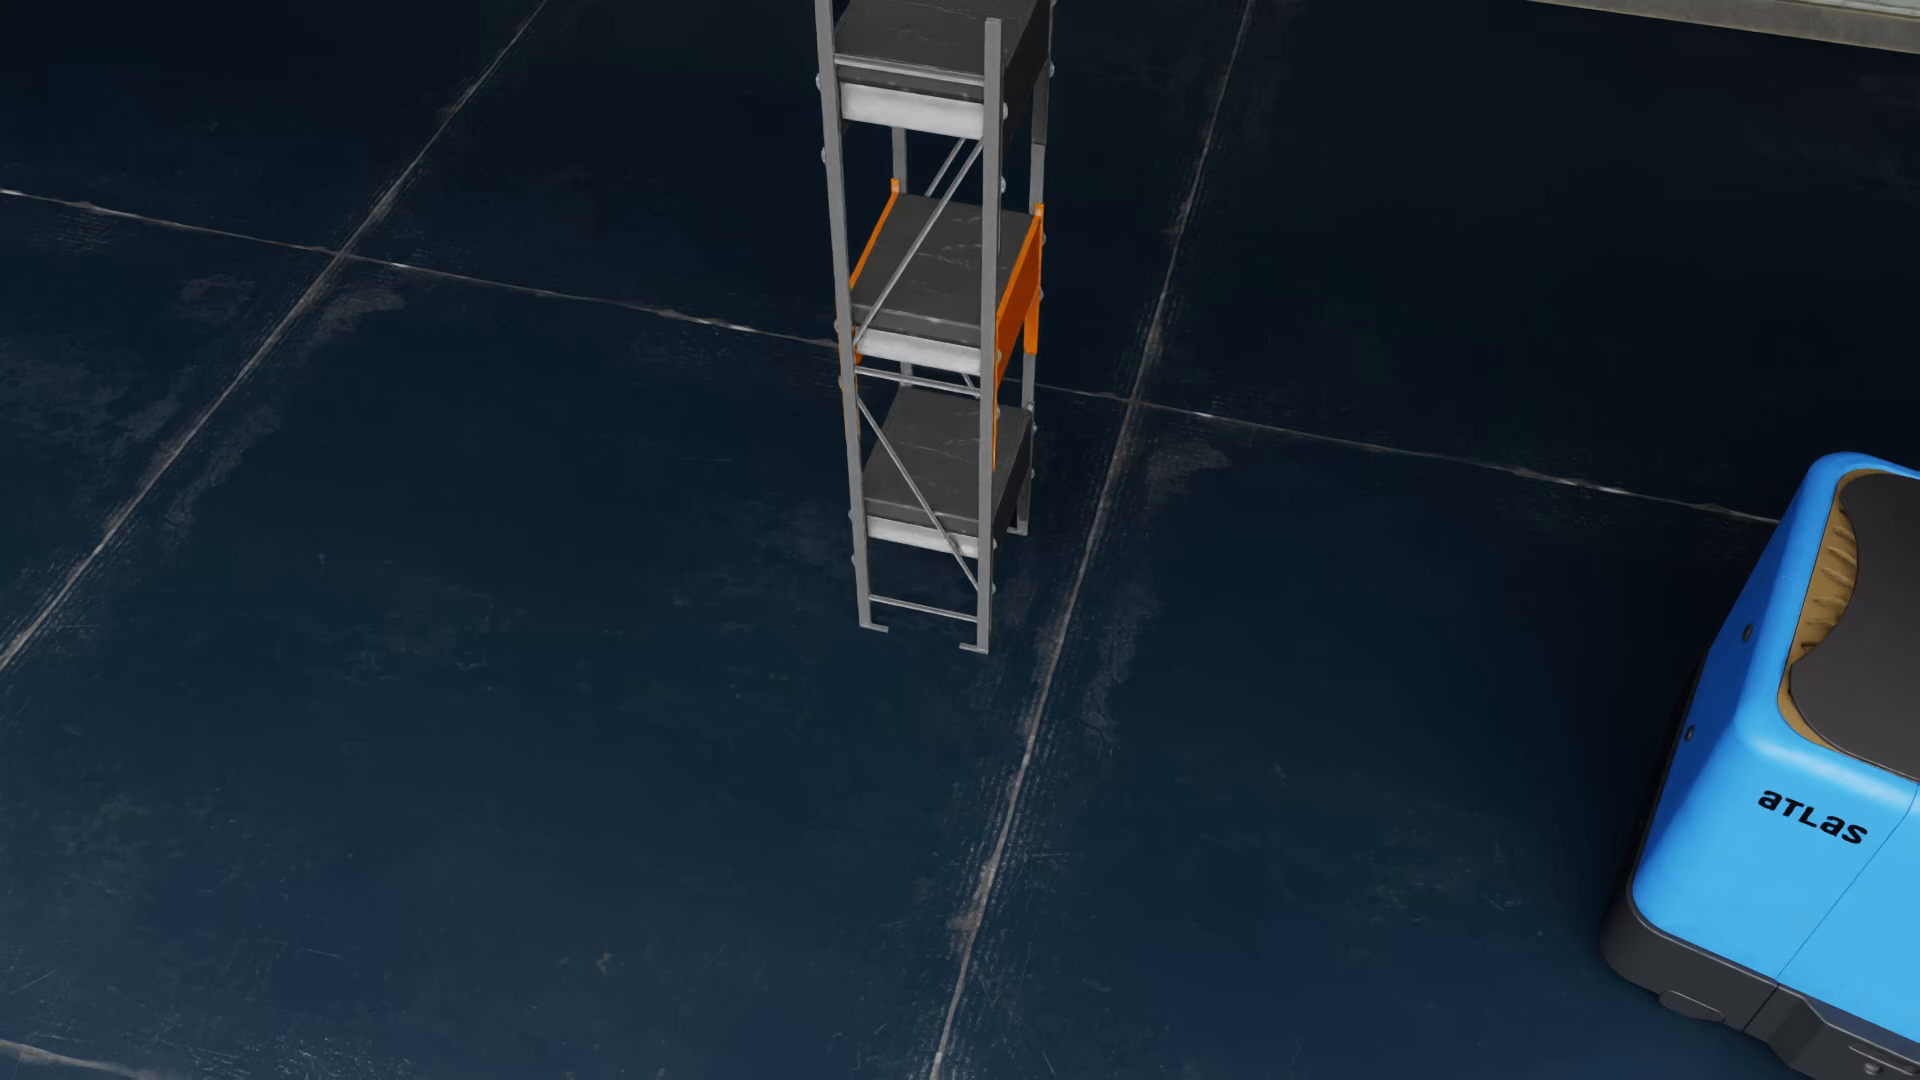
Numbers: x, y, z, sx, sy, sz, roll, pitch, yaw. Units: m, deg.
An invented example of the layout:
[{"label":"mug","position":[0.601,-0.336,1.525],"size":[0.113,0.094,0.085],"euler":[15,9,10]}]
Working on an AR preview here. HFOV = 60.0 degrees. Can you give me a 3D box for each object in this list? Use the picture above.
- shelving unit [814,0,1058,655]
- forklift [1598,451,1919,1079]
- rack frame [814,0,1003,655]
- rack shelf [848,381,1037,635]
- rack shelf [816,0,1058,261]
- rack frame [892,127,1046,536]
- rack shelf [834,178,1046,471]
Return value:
[{"label":"shelving unit","position":[-0.044,-0.575,4.357],"size":[0.431,2.100,0.503],"euler":[12,50,10]},{"label":"forklift","position":[3.169,0.359,2.979],"size":[3.031,2.935,1.130],"euler":[23,52,19]},{"label":"rack frame","position":[-0.108,-0.399,4.201],"size":[0.400,2.100,0.015],"euler":[12,50,10]},{"label":"rack shelf","position":[-0.044,-0.103,4.892],"size":[0.431,0.518,0.480],"euler":[12,50,10]},{"label":"rack shelf","position":[-0.044,-1.029,3.842],"size":[0.431,0.518,0.480],"euler":[12,50,10]},{"label":"rack frame","position":[0.021,-0.752,4.513],"size":[0.400,2.100,0.015],"euler":[12,50,10]},{"label":"rack shelf","position":[-0.044,-0.566,4.367],"size":[0.431,0.518,0.480],"euler":[12,50,10]}]
